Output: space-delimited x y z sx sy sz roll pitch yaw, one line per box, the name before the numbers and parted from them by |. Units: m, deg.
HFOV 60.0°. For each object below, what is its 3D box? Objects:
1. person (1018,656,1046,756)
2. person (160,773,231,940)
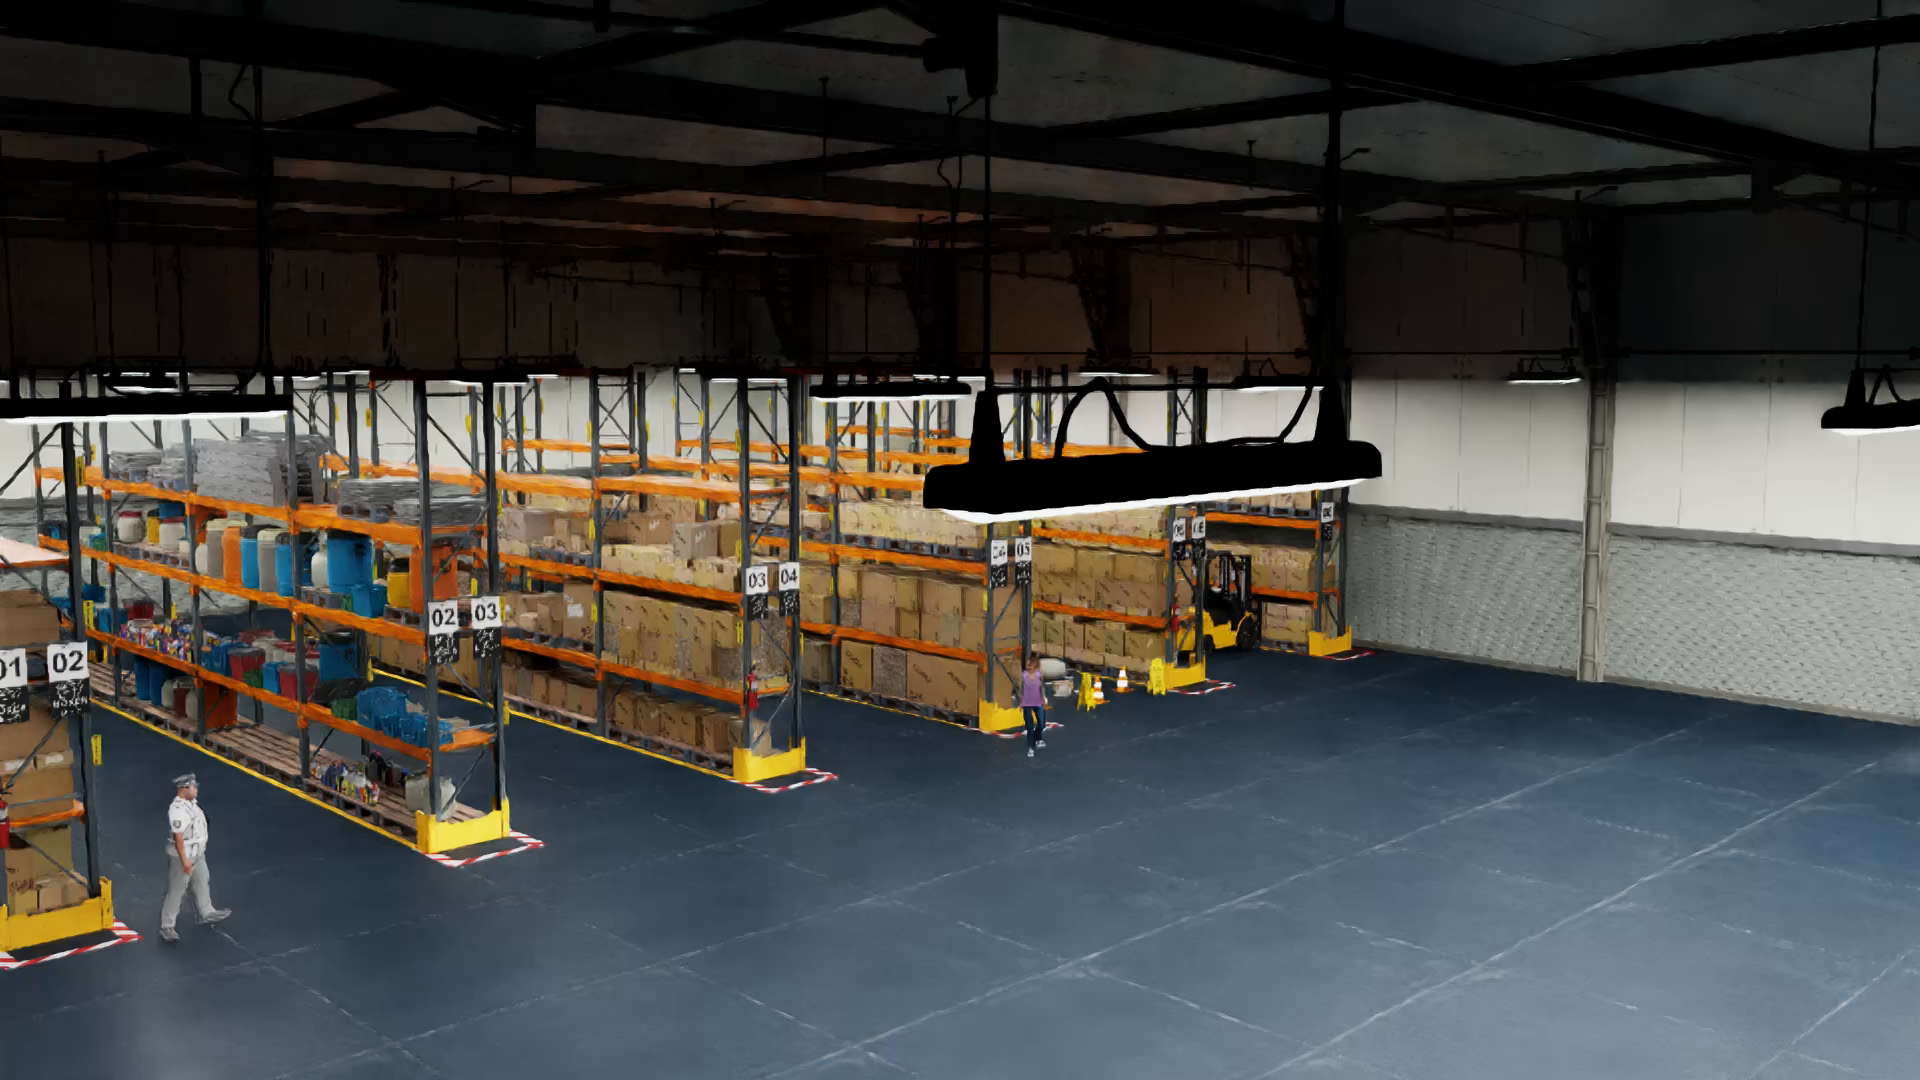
person | 1.144 2.593 26.216 0.473 1.589 0.501 -1 6 -6
person | -8.426 3.400 18.185 0.585 1.753 0.769 -1 6 -7
